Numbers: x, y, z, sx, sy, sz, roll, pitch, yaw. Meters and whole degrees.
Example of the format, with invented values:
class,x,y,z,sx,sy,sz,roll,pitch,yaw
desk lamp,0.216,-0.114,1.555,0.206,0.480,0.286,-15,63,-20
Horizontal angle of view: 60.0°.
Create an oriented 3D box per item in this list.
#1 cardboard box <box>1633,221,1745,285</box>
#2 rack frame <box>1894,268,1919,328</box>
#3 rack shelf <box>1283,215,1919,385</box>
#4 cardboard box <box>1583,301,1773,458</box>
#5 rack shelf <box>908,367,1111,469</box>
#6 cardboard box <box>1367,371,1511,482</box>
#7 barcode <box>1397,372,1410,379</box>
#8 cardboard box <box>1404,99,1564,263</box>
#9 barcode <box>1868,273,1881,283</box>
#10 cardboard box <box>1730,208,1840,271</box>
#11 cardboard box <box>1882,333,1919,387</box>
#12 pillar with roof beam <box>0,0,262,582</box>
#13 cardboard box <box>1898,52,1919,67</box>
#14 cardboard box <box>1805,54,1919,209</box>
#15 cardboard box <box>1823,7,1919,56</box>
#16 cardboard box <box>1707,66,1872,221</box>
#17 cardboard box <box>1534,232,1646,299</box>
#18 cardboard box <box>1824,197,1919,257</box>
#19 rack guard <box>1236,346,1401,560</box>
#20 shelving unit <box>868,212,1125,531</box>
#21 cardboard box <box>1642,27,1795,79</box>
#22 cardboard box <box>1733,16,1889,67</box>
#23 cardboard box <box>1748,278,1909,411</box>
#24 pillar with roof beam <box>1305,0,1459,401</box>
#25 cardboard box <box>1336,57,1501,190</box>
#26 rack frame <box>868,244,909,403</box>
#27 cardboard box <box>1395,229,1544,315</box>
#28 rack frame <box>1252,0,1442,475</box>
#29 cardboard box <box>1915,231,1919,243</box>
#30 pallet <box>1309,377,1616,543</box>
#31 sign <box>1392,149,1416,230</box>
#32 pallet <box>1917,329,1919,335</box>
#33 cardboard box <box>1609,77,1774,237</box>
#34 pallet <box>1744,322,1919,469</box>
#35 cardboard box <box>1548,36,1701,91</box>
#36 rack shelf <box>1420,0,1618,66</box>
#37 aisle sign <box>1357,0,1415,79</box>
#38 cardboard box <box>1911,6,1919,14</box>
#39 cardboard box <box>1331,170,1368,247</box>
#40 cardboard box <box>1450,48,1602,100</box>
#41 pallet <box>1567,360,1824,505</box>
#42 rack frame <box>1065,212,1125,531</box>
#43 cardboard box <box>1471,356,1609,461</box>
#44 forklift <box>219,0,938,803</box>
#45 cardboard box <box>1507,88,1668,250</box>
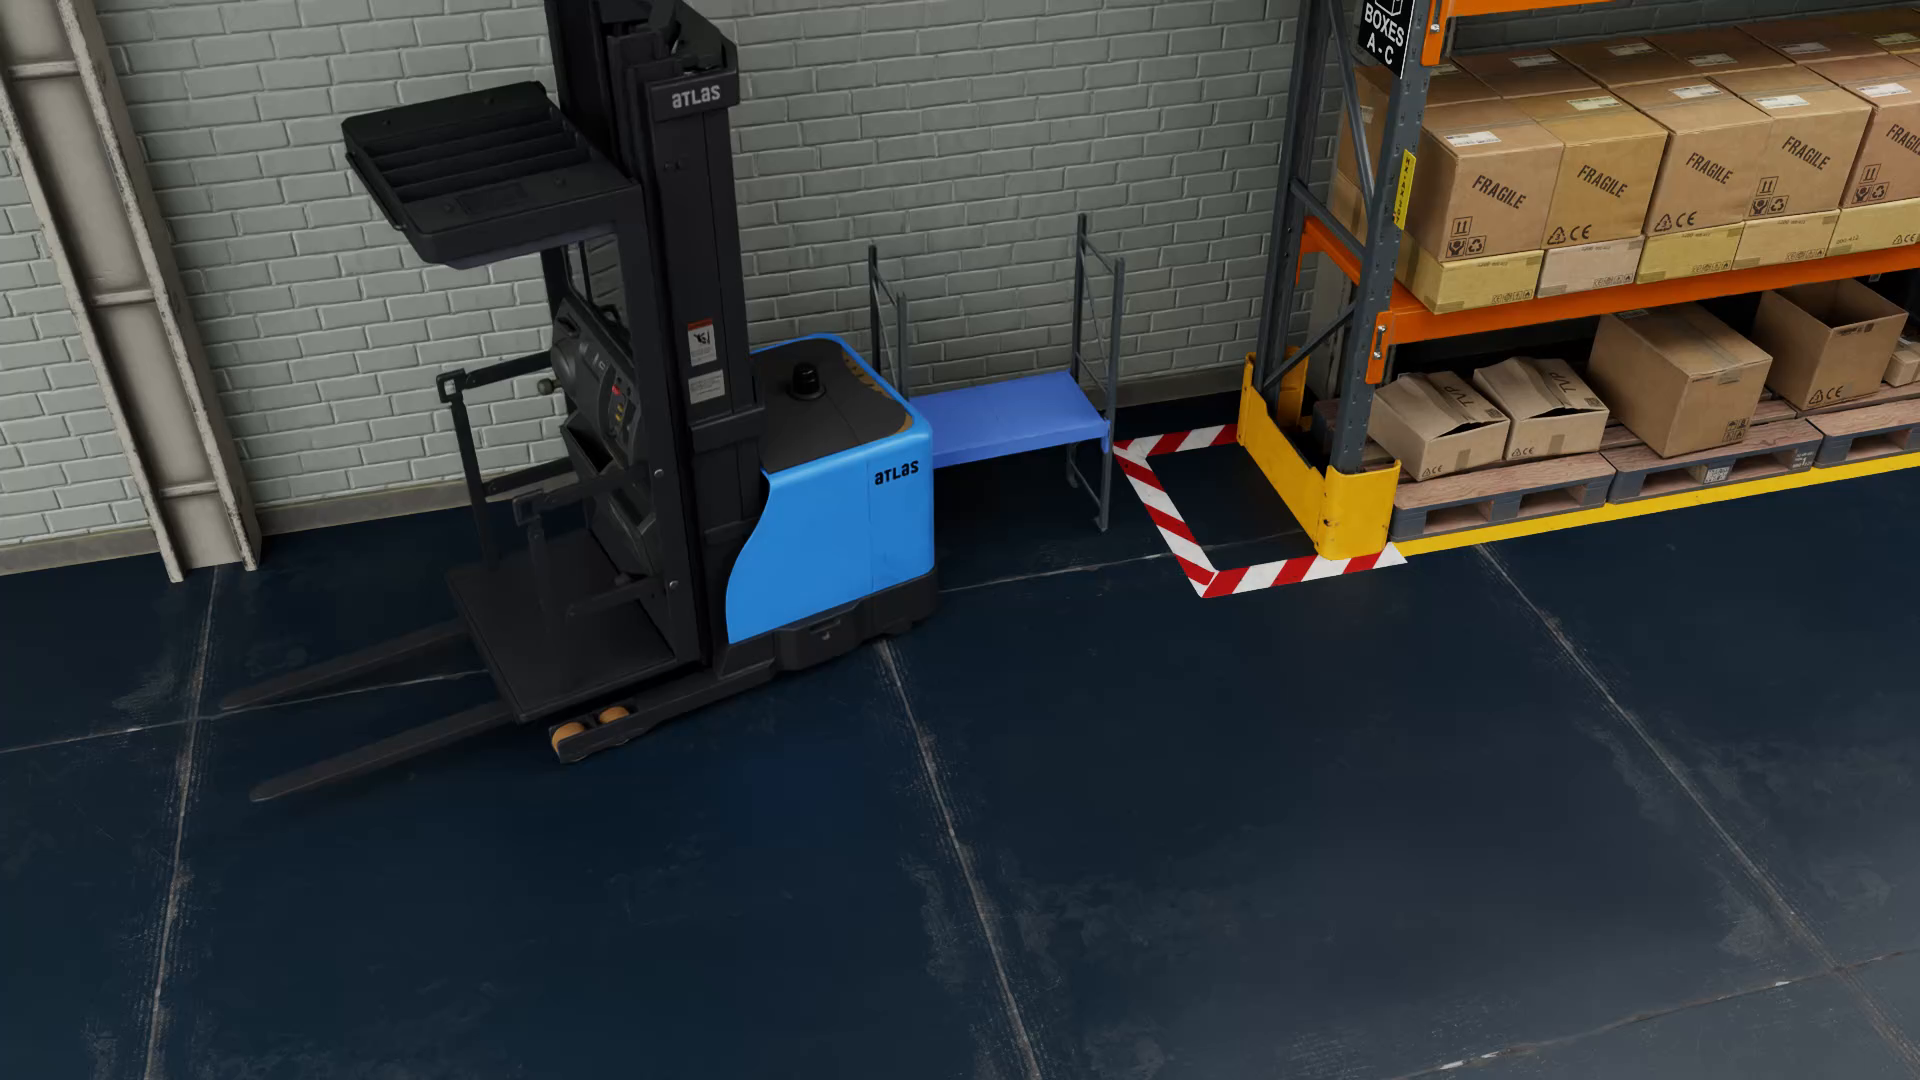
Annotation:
class,x,y,z,sx,sy,sz,roll,pitch,yaw
cardboard box,3.261,-1.448,7.761,0.500,0.250,0.500,-10,39,-13
rack frame,5.578,-2.074,8.472,0.127,3.000,1.000,-9,38,-12
rack shelf,3.647,-1.472,8.277,4.000,0.370,1.077,-9,38,-12
cardboard box,3.679,-0.857,8.576,0.500,0.500,0.700,-12,39,-15
rack shelf,0.160,-0.546,8.005,1.000,0.185,0.538,-11,39,-14
cardboard box,2.408,-0.604,8.402,0.500,0.311,0.500,-14,39,-17
barcode,2.321,-0.846,8.709,0.075,0.075,0.001,-9,38,-12
cardboard box,2.256,-1.586,7.324,0.500,0.500,0.500,-9,38,-12
barcode,4.994,-1.439,9.073,0.075,0.075,0.001,-9,38,-12
cardboard box,3.750,-1.527,7.864,0.500,0.250,0.500,-9,38,-12
cardboard box,5.069,-1.022,9.066,0.250,0.166,0.380,-14,40,-18
pillar with roof beam,-2.503,-0.966,2.086,0.400,9.000,9.100,-9,38,-12
cardboard box,4.722,-1.982,7.841,0.500,0.500,0.500,-10,38,-12
cardboard box,4.233,-1.909,7.745,0.500,0.500,0.500,-10,39,-13
cardboard box,4.569,-2.289,8.243,0.500,0.500,0.500,-10,38,-12
cardboard box,3.731,-1.826,7.637,0.500,0.500,0.500,-8,38,-11
cardboard box,2.768,-1.371,7.660,0.500,0.250,0.500,-10,39,-13
cardboard box,4.235,-1.607,7.969,0.500,0.250,0.500,-10,38,-12
rack guard,1.790,-0.460,8.419,0.348,0.500,1.175,-9,38,-12
shelving unit,0.160,-0.689,7.896,1.048,1.500,0.538,-11,39,-14
cardboard box,3.589,-2.125,8.028,0.500,0.500,0.500,-9,38,-11
cardboard box,4.087,-2.213,8.144,0.500,0.500,0.500,-8,38,-11
cardboard box,4.586,-1.069,8.853,0.500,0.500,0.500,-12,39,-15
pillar with roof beam,3.289,-1.917,3.329,0.400,9.000,9.100,-9,38,-12
cardboard box,2.116,-1.886,7.716,0.500,0.500,0.500,-10,38,-12
rack frame,-0.323,-0.592,7.769,0.032,1.500,0.500,-11,39,-14
cardboard box,2.270,-1.280,7.541,0.500,0.250,0.500,-10,39,-13
rack frame,1.716,-1.441,7.644,0.127,3.000,1.000,-9,38,-12
cardboard box,4.717,-1.696,8.085,0.500,0.250,0.500,-9,38,-12
pallet,2.583,-0.453,8.648,1.213,0.211,1.003,-9,38,-12
sign,1.858,-1.466,6.965,0.005,0.325,0.100,-9,38,-12
pallet,6.329,-1.091,9.482,1.213,0.211,1.003,-9,38,-12
cardboard box,3.236,-1.737,7.521,0.500,0.500,0.500,-11,39,-13
pallet,4.939,-0.840,9.153,1.213,0.211,1.003,-9,38,-12
cardboard box,3.103,-2.045,7.923,0.500,0.500,0.500,-10,39,-13
rack shelf,3.647,-2.663,7.365,4.000,0.370,1.077,-9,38,-12
aisle sign,1.725,-2.286,6.609,0.004,0.787,0.394,-9,38,-12
cardboard box,5.070,-2.369,8.347,0.500,0.500,0.500,-10,39,-13
cardboard box,2.117,-1.577,7.929,0.500,0.250,0.500,-9,38,-11
cardboard box,2.605,-1.960,7.813,0.500,0.500,0.500,-9,38,-11
pallet,3.759,-0.644,8.898,1.213,0.211,1.003,-9,38,-12
rack frame,0.642,-0.786,8.023,0.032,1.500,0.500,-11,39,-14
cardboard box,2.958,-0.695,8.520,0.500,0.311,0.500,-6,38,-8
forklift,-1.636,-0.598,6.598,3.031,2.935,1.130,-19,42,-24
cardboard box,2.735,-1.659,7.419,0.500,0.500,0.500,-9,38,-12
